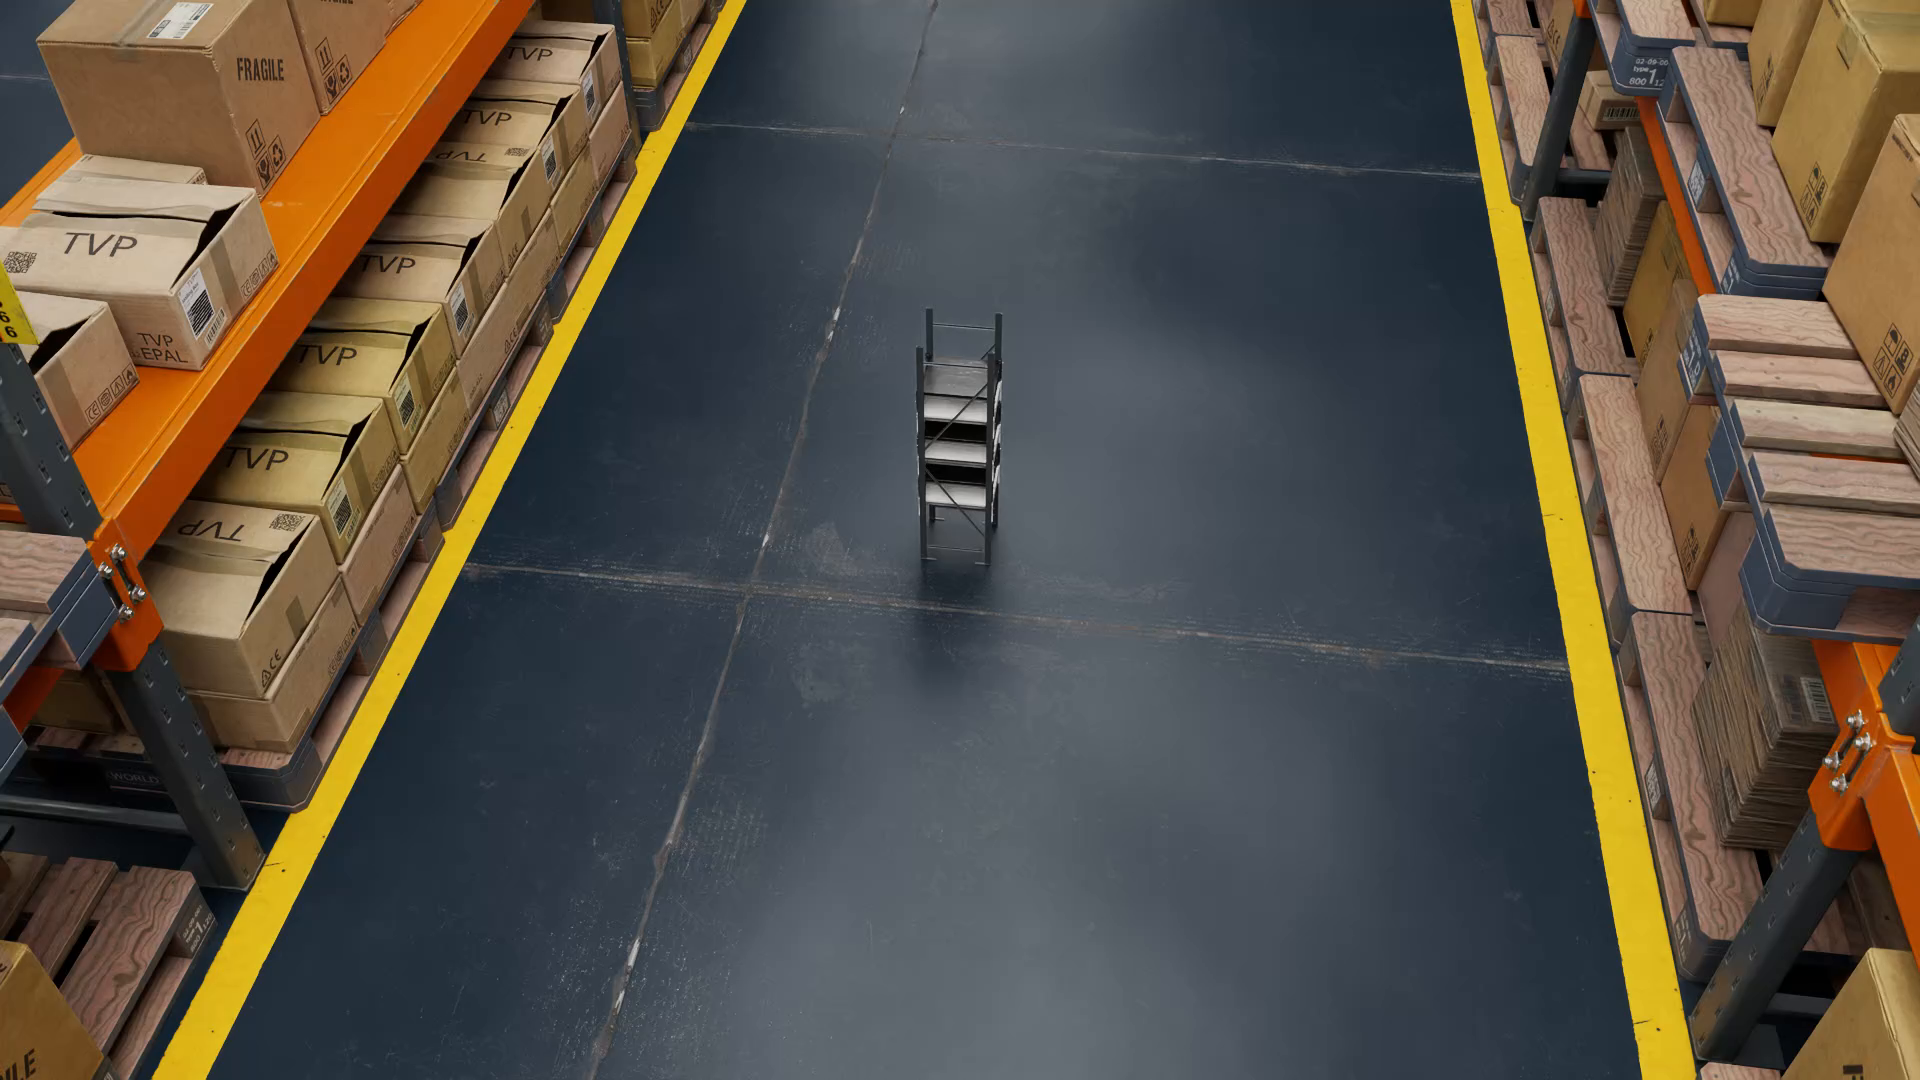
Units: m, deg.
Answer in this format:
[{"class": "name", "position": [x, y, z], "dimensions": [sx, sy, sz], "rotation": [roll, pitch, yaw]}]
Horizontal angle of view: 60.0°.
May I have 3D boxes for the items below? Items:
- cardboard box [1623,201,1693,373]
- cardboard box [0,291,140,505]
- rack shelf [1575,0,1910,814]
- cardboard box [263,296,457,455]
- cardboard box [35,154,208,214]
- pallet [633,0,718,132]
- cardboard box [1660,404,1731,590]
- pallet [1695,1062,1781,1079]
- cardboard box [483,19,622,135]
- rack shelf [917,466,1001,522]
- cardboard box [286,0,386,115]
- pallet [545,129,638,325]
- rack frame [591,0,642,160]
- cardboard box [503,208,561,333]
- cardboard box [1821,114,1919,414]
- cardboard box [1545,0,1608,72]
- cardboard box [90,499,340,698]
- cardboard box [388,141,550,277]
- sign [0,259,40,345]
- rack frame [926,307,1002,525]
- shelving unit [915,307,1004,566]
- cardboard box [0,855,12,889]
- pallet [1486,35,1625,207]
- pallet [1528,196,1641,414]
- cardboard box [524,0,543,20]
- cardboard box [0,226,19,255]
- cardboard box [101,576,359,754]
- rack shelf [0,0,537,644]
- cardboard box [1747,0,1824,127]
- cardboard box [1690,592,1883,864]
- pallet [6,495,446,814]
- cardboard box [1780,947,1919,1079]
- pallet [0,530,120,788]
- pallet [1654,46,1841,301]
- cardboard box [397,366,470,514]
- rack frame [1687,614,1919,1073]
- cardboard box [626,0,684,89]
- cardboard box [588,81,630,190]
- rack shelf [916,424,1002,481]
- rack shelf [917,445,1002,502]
[{"class": "cardboard box", "position": [2.844, -0.849, 5.963], "dimensions": [0.700, 0.500, 0.500], "rotation": [4, 44, 5]}, {"class": "cardboard box", "position": [-2.405, -0.390, 4.045], "dimensions": [0.500, 0.311, 0.500], "rotation": [8, 44, 8]}, {"class": "rack shelf", "position": [2.679, -0.833, 4.971], "dimensions": [1.077, 0.370, 4.000], "rotation": [5, 44, 6]}, {"class": "cardboard box", "position": [-2.005, -0.573, 5.460], "dimensions": [0.500, 0.311, 0.500], "rotation": [4, 44, 4]}, {"class": "cardboard box", "position": [-2.384, -0.961, 4.766], "dimensions": [0.380, 0.149, 0.250], "rotation": [8, 44, 9]}, {"class": "pallet", "position": [-1.821, -2.430, 8.163], "dimensions": [1.003, 0.211, 1.213], "rotation": [5, 44, 6]}, {"class": "cardboard box", "position": [2.679, -0.160, 5.235], "dimensions": [0.700, 0.500, 0.500], "rotation": [5, 44, 5]}, {"class": "pallet", "position": [2.235, 1.812, 3.682], "dimensions": [1.003, 0.211, 1.213], "rotation": [5, 44, 6]}, {"class": "cardboard box", "position": [-1.737, -1.960, 6.925], "dimensions": [0.500, 0.311, 0.500], "rotation": [5, 44, 6]}, {"class": "rack shelf", "position": [-0.001, -0.166, 5.581], "dimensions": [0.258, 0.077, 0.200], "rotation": [5, 44, 6]}, {"class": "cardboard box", "position": [-2.221, -1.719, 5.311], "dimensions": [0.500, 0.500, 0.500], "rotation": [5, 44, 6]}, {"class": "pallet", "position": [-2.026, -1.386, 7.061], "dimensions": [1.003, 0.211, 1.213], "rotation": [5, 44, 6]}, {"class": "rack frame", "position": [-1.968, -2.905, 6.636], "dimensions": [1.000, 3.000, 0.127], "rotation": [5, 44, 6]}, {"class": "cardboard box", "position": [-1.871, -1.056, 6.378], "dimensions": [0.500, 0.250, 0.500], "rotation": [6, 44, 6]}, {"class": "cardboard box", "position": [2.514, -0.631, 3.842], "dimensions": [0.700, 0.500, 0.500], "rotation": [1, 43, 2]}, {"class": "cardboard box", "position": [3.041, -2.420, 7.622], "dimensions": [0.500, 0.500, 0.500], "rotation": [2, 43, 2]}, {"class": "cardboard box", "position": [-2.136, 0.134, 4.714], "dimensions": [0.500, 0.311, 0.500], "rotation": [7, 44, 7]}, {"class": "cardboard box", "position": [-1.868, -1.265, 6.191], "dimensions": [0.500, 0.311, 0.500], "rotation": [5, 44, 5]}, {"class": "sign", "position": [-1.957, -0.527, 3.341], "dimensions": [0.100, 0.325, 0.005], "rotation": [5, 44, 6]}, {"class": "rack frame", "position": [0.012, -0.391, 5.508], "dimensions": [0.240, 0.900, 0.006], "rotation": [5, 44, 6]}, {"class": "shelving unit", "position": [-0.001, -0.321, 5.435], "dimensions": [0.258, 0.900, 0.210], "rotation": [5, 44, 6]}, {"class": "cardboard box", "position": [-2.840, 0.854, 4.165], "dimensions": [0.500, 0.500, 0.500], "rotation": [7, 44, 7]}, {"class": "pallet", "position": [2.997, -1.905, 7.609], "dimensions": [1.003, 0.211, 1.213], "rotation": [5, 44, 6]}, {"class": "pallet", "position": [2.842, -0.914, 6.561], "dimensions": [1.003, 0.211, 1.213], "rotation": [5, 44, 6]}, {"class": "cardboard box", "position": [-2.123, -2.394, 7.792], "dimensions": [0.500, 0.250, 0.500], "rotation": [5, 44, 6]}, {"class": "cardboard box", "position": [-2.651, -0.725, 4.517], "dimensions": [0.380, 0.149, 0.250], "rotation": [5, 44, 6]}, {"class": "cardboard box", "position": [-2.136, 0.337, 4.907], "dimensions": [0.500, 0.250, 0.500], "rotation": [5, 44, 5]}, {"class": "rack shelf", "position": [-2.232, -1.280, 5.444], "dimensions": [1.077, 0.370, 4.000], "rotation": [5, 44, 6]}, {"class": "cardboard box", "position": [2.705, -1.477, 4.736], "dimensions": [0.700, 0.500, 0.500], "rotation": [11, 45, 11]}, {"class": "cardboard box", "position": [2.458, 0.522, 4.515], "dimensions": [0.700, 0.500, 0.500], "rotation": [6, 44, 6]}, {"class": "pallet", "position": [-2.349, 0.277, 5.304], "dimensions": [1.003, 0.211, 1.213], "rotation": [5, 44, 6]}, {"class": "cardboard box", "position": [2.187, 1.387, 3.362], "dimensions": [0.750, 0.750, 0.750], "rotation": [5, 44, 5]}, {"class": "pallet", "position": [-2.516, 0.360, 3.328], "dimensions": [1.213, 0.211, 1.003], "rotation": [5, 44, 6]}, {"class": "pallet", "position": [2.635, -1.014, 4.779], "dimensions": [1.003, 0.211, 1.213], "rotation": [5, 44, 6]}, {"class": "cardboard box", "position": [-2.008, -0.360, 5.643], "dimensions": [0.500, 0.250, 0.500], "rotation": [4, 44, 4]}, {"class": "rack frame", "position": [2.414, 0.269, 3.284], "dimensions": [1.000, 3.000, 0.127], "rotation": [5, 44, 6]}, {"class": "cardboard box", "position": [-1.606, -2.347, 7.742], "dimensions": [0.500, 0.250, 0.500], "rotation": [5, 44, 6]}, {"class": "cardboard box", "position": [-1.735, -1.750, 7.111], "dimensions": [0.500, 0.250, 0.500], "rotation": [5, 44, 5]}, {"class": "rack shelf", "position": [-0.001, -0.297, 5.458], "dimensions": [0.258, 0.077, 0.200], "rotation": [5, 44, 6]}, {"class": "rack shelf", "position": [-0.001, -0.232, 5.520], "dimensions": [0.258, 0.077, 0.200], "rotation": [5, 44, 6]}]
